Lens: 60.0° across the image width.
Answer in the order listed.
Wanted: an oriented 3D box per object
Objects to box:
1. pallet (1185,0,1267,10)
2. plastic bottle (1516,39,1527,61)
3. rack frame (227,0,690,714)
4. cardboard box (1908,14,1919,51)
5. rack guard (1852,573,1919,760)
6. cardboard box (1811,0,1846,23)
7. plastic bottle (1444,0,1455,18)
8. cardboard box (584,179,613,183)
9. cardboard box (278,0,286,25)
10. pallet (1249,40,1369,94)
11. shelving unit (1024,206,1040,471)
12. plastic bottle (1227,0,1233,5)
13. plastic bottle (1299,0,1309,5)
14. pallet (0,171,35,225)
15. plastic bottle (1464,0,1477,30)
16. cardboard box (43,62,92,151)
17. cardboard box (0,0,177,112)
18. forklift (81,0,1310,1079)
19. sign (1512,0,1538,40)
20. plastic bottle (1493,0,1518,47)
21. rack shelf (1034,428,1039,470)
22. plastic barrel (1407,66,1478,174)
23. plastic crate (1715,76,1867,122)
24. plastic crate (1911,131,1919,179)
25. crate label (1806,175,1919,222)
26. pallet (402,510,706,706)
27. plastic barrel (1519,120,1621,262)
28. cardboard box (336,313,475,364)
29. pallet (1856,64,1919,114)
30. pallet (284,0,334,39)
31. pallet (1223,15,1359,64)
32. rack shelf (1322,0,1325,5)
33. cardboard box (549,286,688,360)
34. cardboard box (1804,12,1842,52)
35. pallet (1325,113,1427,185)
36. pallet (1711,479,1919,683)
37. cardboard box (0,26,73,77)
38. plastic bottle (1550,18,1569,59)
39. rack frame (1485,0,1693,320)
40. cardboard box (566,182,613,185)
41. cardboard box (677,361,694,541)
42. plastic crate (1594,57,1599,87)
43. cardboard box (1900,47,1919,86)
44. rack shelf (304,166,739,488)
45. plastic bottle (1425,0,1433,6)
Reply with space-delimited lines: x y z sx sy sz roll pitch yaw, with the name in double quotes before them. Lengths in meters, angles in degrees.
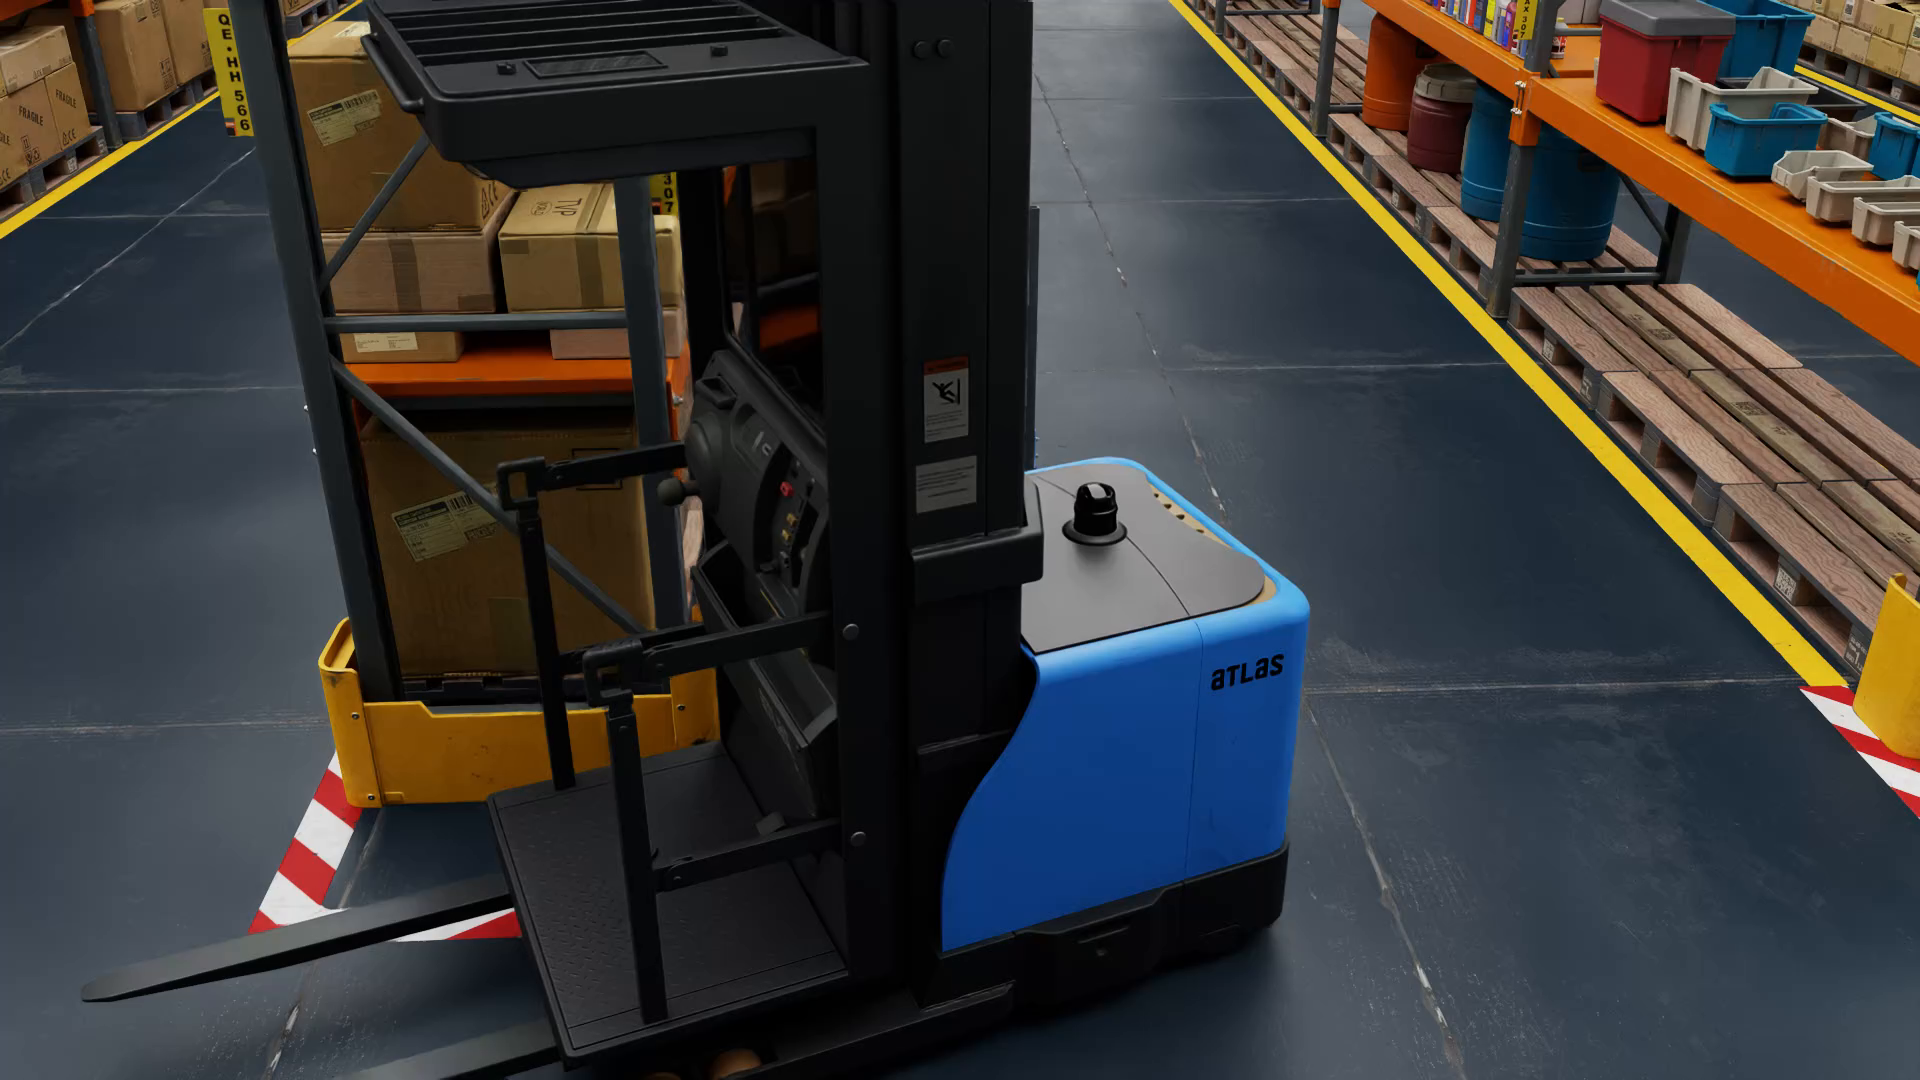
"pallet" 2.917 -5.903 17.839 1.003 0.211 1.213 -1 28 -3
"plastic bottle" 3.051 -2.688 8.794 0.152 0.276 0.135 -1 28 -3
"rack frame" -1.343 -0.602 4.660 1.000 3.000 0.127 -1 28 -3
"cardboard box" 7.859 -3.986 13.061 0.500 0.311 0.500 -1 28 -1
"rack guard" 3.618 0.398 5.447 1.175 0.500 0.348 -1 28 -3
"cardboard box" 7.778 -4.690 14.411 0.500 0.311 0.500 -1 28 -1
"plastic bottle" 2.987 -3.259 9.889 0.152 0.276 0.135 -1 28 -3
"cardboard box" -1.124 -1.459 5.333 0.500 0.500 0.500 -2 28 -4
"cardboard box" -6.806 -4.975 15.023 1.050 0.750 0.750 -2 28 -3
"pallet" 3.123 -4.100 14.383 1.003 0.211 1.213 -1 28 -3
"shelving unit" -0.004 -0.704 6.479 0.538 1.500 1.048 -1 28 -3
"plastic bottle" 2.647 -5.378 16.367 0.097 0.201 0.097 0 28 0
"plastic bottle" 3.398 -5.406 16.347 0.097 0.271 0.097 0 28 0
"pallet" -6.619 -2.064 10.479 1.003 0.211 1.213 -1 28 -3
"plastic bottle" 3.006 -3.090 9.564 0.152 0.276 0.135 -1 28 -3
"cardboard box" -6.424 -3.004 11.514 0.500 0.500 0.500 -2 28 -3
"cardboard box" -6.661 -3.695 12.570 1.050 0.750 0.750 -2 28 -3
"forklift" -0.665 -0.133 3.836 3.031 2.935 1.130 -12 30 -21
"sign" 2.845 -2.679 8.344 0.100 0.325 0.005 -1 28 -3
"plastic bottle" 3.032 -2.857 9.118 0.152 0.276 0.135 -1 28 -3
"rack shelf" -0.004 -0.545 6.562 0.538 0.185 1.000 -1 28 -3
"plastic barrel" 3.287 -2.786 11.001 0.600 0.588 0.708 -1 28 -3
"plastic crate" 3.721 -1.963 7.503 0.437 0.125 0.590 -1 28 -3
"plastic crate" 3.851 -1.404 6.314 0.416 0.233 0.300 -1 28 -3
"crate label" 3.340 -1.266 6.153 0.396 0.136 0.243 -1 28 -3
"pallet" -1.463 0.267 6.010 1.003 0.211 1.213 -1 28 -3
"plastic barrel" 3.383 -2.076 9.302 0.600 0.901 0.708 -1 28 -3
"cardboard box" -1.690 -0.647 5.019 0.380 0.149 0.250 -1 28 -2
"pallet" 8.128 -3.679 13.575 1.003 0.211 1.213 -1 28 -3
"pallet" -6.889 -5.187 16.467 1.003 0.211 1.213 -1 28 -3
"pallet" 3.057 -4.665 15.466 1.003 0.211 1.213 -1 28 -3
"rack shelf" 3.081 -5.021 13.910 1.077 0.370 4.000 -1 28 -3
"cardboard box" -1.032 -0.662 5.048 0.380 0.149 0.250 -1 28 -2
"cardboard box" 7.778 -4.446 14.549 0.500 0.250 0.500 -1 28 -2
"pallet" 3.268 -2.817 11.922 1.003 0.211 1.213 -1 28 -3
"pallet" 3.599 0.133 6.267 1.003 0.211 1.213 -1 28 -3
"cardboard box" -6.421 -3.324 11.318 0.500 0.250 0.500 -2 28 -4
"plastic bottle" 3.175 -2.666 8.834 0.097 0.201 0.097 0 28 0
"rack frame" 3.395 -2.569 8.431 1.000 3.000 0.127 -1 28 -3
"cardboard box" -1.132 -1.135 5.524 0.500 0.250 0.500 -2 28 -3
"cardboard box" -1.504 -0.560 6.423 0.875 0.875 0.875 -1 28 -3
"plastic crate" 3.276 -2.260 8.060 0.396 0.136 0.243 -1 28 -3
"cardboard box" 7.861 -3.738 13.193 0.500 0.250 0.500 -1 28 -1
"rack shelf" -1.447 -1.207 6.598 1.077 0.370 4.000 -1 28 -3
"plastic bottle" 2.962 -3.472 10.217 0.144 0.351 0.185 -1 28 -3
